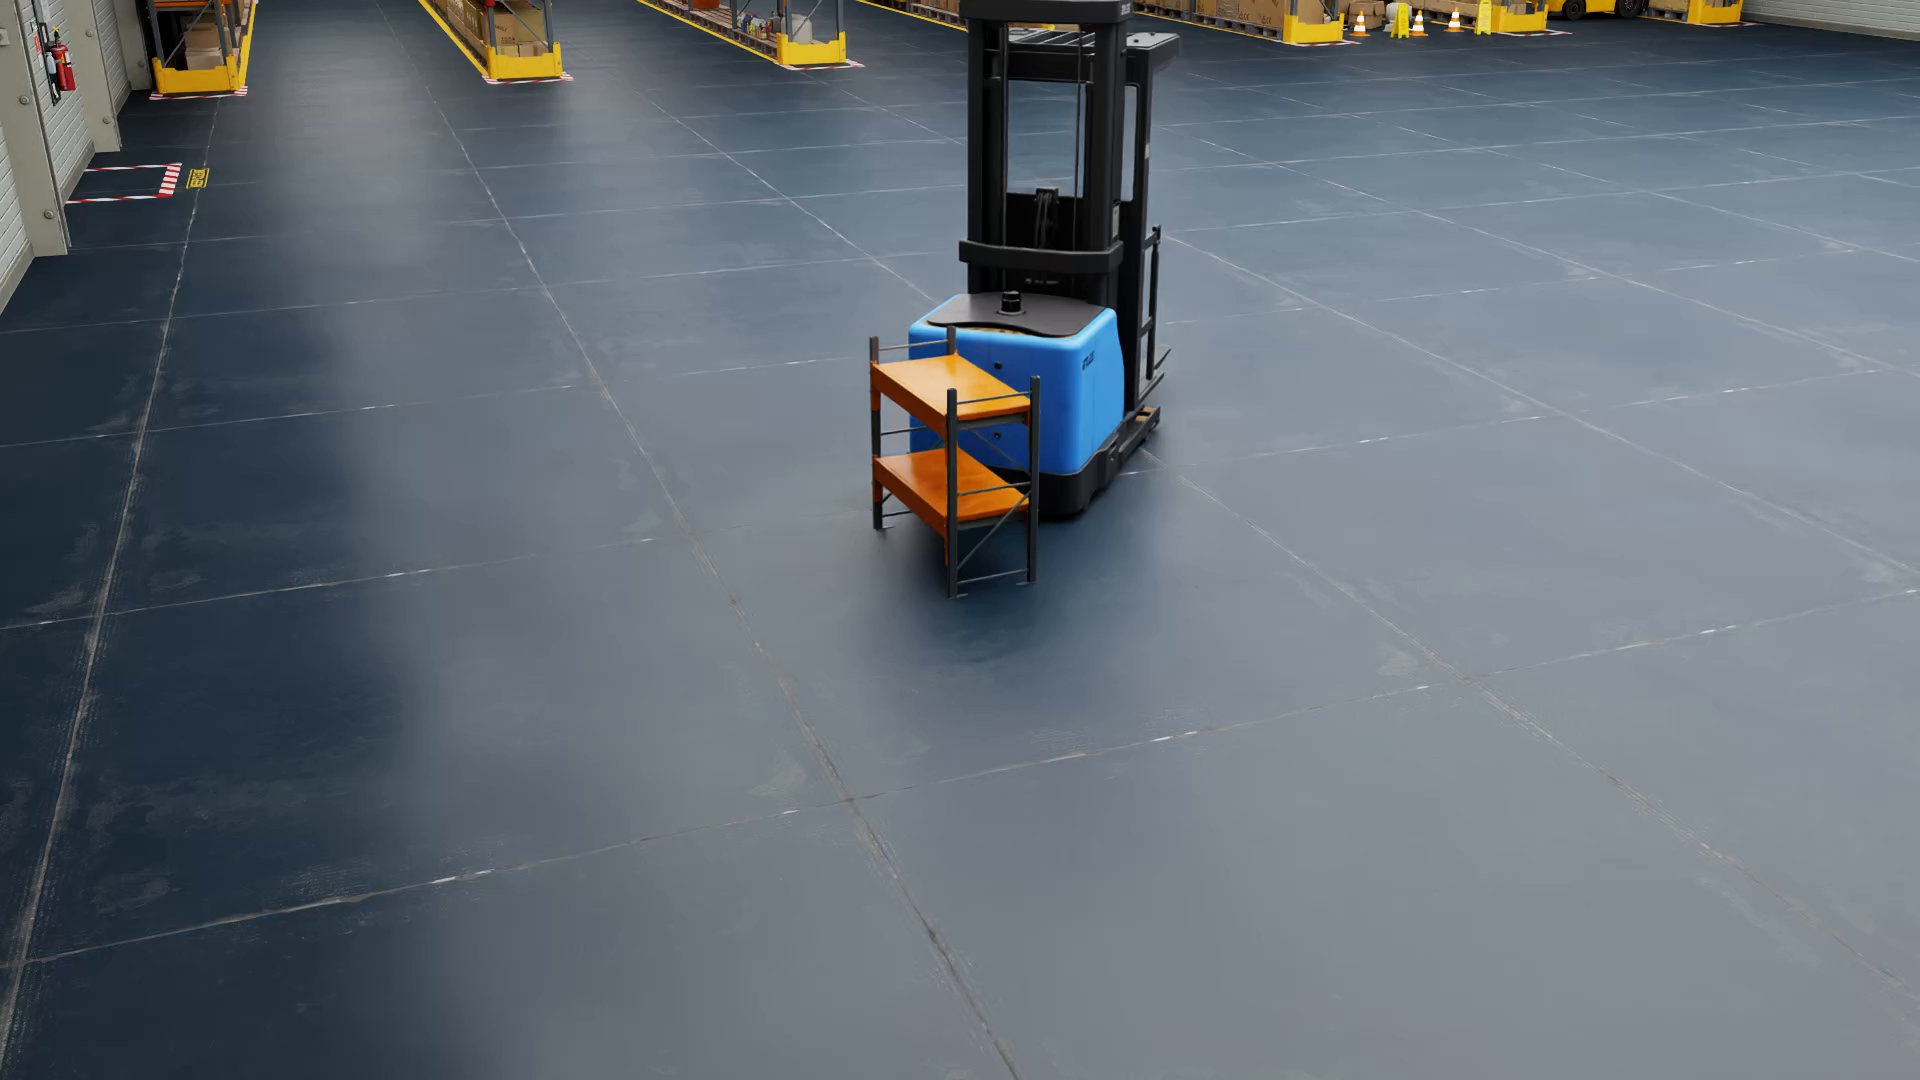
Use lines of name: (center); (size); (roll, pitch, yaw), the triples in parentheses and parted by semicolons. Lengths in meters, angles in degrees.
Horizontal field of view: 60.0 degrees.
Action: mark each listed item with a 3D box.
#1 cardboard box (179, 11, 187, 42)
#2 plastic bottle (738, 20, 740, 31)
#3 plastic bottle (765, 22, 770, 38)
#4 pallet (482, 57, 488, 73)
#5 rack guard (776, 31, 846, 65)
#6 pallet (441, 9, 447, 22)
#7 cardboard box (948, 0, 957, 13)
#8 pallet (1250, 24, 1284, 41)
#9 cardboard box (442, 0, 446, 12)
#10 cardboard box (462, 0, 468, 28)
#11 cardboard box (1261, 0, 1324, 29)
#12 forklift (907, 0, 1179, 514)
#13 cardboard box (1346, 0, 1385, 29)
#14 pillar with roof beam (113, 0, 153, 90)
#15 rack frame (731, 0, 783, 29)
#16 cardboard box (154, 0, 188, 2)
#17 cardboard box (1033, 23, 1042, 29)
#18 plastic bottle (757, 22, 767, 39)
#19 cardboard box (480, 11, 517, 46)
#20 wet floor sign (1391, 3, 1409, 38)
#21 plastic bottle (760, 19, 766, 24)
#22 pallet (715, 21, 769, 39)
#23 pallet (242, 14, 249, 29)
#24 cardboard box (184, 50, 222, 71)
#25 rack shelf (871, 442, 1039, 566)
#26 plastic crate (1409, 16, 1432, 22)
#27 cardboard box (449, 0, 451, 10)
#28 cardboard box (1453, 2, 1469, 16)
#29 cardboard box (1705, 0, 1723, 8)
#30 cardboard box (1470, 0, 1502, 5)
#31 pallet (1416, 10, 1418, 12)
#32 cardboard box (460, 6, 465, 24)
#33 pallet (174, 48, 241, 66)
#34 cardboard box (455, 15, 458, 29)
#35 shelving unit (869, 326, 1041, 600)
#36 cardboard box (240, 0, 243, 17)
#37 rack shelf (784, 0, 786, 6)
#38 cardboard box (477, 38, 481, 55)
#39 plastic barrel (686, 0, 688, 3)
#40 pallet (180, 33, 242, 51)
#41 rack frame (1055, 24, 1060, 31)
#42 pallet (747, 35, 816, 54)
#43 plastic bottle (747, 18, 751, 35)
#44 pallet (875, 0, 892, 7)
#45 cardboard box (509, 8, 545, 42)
cardboard box: (-13.701, -9.288, 30.077); (0.700, 0.500, 0.500); (-9, 24, -20)
plastic bottle: (-4.190, -9.851, 31.797); (0.097, 0.201, 0.097); (0, 23, 0)
plastic bottle: (-3.538, -9.366, 30.540); (0.061, 0.283, 0.133); (-8, 24, -19)
pallet: (-7.459, -8.006, 27.974); (1.003, 0.211, 1.213); (-8, 24, -19)
rack guard: (-2.586, -8.567, 28.931); (1.175, 0.500, 0.348); (-8, 24, -19)
pallet: (-10.632, -11.360, 35.931); (1.003, 0.211, 1.213); (-8, 24, -19)
cardboard box: (0.160, -11.486, 35.292); (0.700, 0.500, 0.500); (-11, 25, -24)
pallet: (6.439, -10.016, 32.741); (1.003, 0.211, 1.213); (-8, 24, -19)
cardboard box: (-10.709, -11.472, 35.259); (0.500, 0.500, 0.500); (-9, 25, -21)
cardboard box: (-8.692, -9.533, 30.040); (0.500, 0.500, 0.500); (-8, 24, -19)
cardboard box: (6.493, -10.472, 32.430); (0.875, 0.875, 0.875); (-8, 24, -19)
forklift: (0.678, -2.039, 10.313); (1.130, 2.935, 3.031); (8, 24, 19)
cardboard box: (8.401, -10.877, 34.409); (0.637, 0.503, 0.797); (12, 26, 27)
pillar with roof beam: (-8.812, -11.829, 25.729); (9.100, 9.000, 0.400); (-8, 24, -19)
rack frame: (-3.928, -11.151, 31.844); (1.000, 3.000, 0.127); (-8, 24, -19)
cardboard box: (-12.130, -8.421, 25.536); (0.500, 0.250, 0.500); (-8, 24, -18)
cardboard box: (1.671, -9.860, 31.460); (0.500, 0.500, 0.500); (-2, 23, -5)
plastic bottle: (-3.637, -9.347, 30.506); (0.152, 0.276, 0.135); (-8, 24, -19)
cardboard box: (-7.618, -8.445, 27.459); (0.500, 0.500, 0.500); (-8, 24, -19)
wet floor sign: (8.657, -10.197, 32.613); (0.267, 0.644, 0.232); (-13, 26, -28)
plastic bottle: (-3.684, -9.555, 30.997); (0.152, 0.276, 0.135); (-8, 24, -19)
pallet: (-4.242, -10.146, 33.050); (1.003, 0.211, 1.213); (-8, 24, -19)
pallet: (-15.244, -10.699, 34.363); (1.003, 0.211, 1.213); (-8, 24, -19)
cardboard box: (-11.943, -7.566, 26.233); (0.500, 0.311, 0.500); (-11, 25, -25)
rack shelf: (-0.044, -0.210, 8.929); (0.538, 0.278, 1.000); (-10, 25, -23)
plastic crate: (9.764, -11.162, 35.629); (0.402, 0.080, 0.583); (-18, 29, -37)
cardboard box: (-9.872, -10.690, 33.030); (0.500, 0.311, 0.500); (-9, 24, -20)
cardboard box: (10.677, -11.109, 34.745); (0.500, 0.250, 0.500); (-8, 24, -19)
cardboard box: (16.042, -11.551, 35.793); (0.500, 0.250, 0.500); (-8, 24, -19)
cardboard box: (10.863, -11.264, 34.147); (0.500, 0.500, 0.500); (-8, 24, -19)
pallet: (9.700, -12.188, 37.895); (1.003, 0.211, 1.213); (-8, 24, -19)
cardboard box: (-8.974, -9.765, 30.834); (0.500, 0.311, 0.500); (-8, 24, -19)
pallet: (-12.926, -8.267, 28.593); (1.003, 0.211, 1.213); (-8, 24, -19)
cardboard box: (-9.517, -10.065, 32.267); (0.500, 0.250, 0.500); (-8, 24, -18)
shelving unit: (-0.044, -0.435, 8.834); (0.538, 1.125, 1.048); (-10, 25, -23)
cardboard box: (-15.050, -11.052, 33.837); (0.750, 0.750, 0.750); (-8, 24, -19)
rack shelf: (-3.221, -10.093, 30.260); (1.077, 0.370, 4.000); (-8, 24, -19)
cardboard box: (-7.982, -8.461, 28.463); (0.500, 0.250, 0.500); (-8, 24, -19)
plastic barrel: (-5.813, -12.020, 36.568); (0.421, 0.512, 0.421); (0, 23, 0)
pallet: (-13.907, -9.233, 30.885); (1.003, 0.211, 1.213); (-8, 24, -19)
rack frame: (2.119, -10.377, 30.008); (1.000, 3.000, 0.127); (-8, 24, -19)
pallet: (-3.295, -9.172, 30.740); (1.003, 0.211, 1.213); (-8, 24, -19)
plastic bottle: (-3.945, -9.617, 31.137); (0.061, 0.283, 0.133); (-7, 24, -17)
pallet: (-1.343, -12.738, 39.201); (1.003, 0.211, 1.213); (-8, 24, -19)
cardboard box: (-7.310, -8.698, 28.058); (0.500, 0.500, 0.500); (-8, 24, -19)
